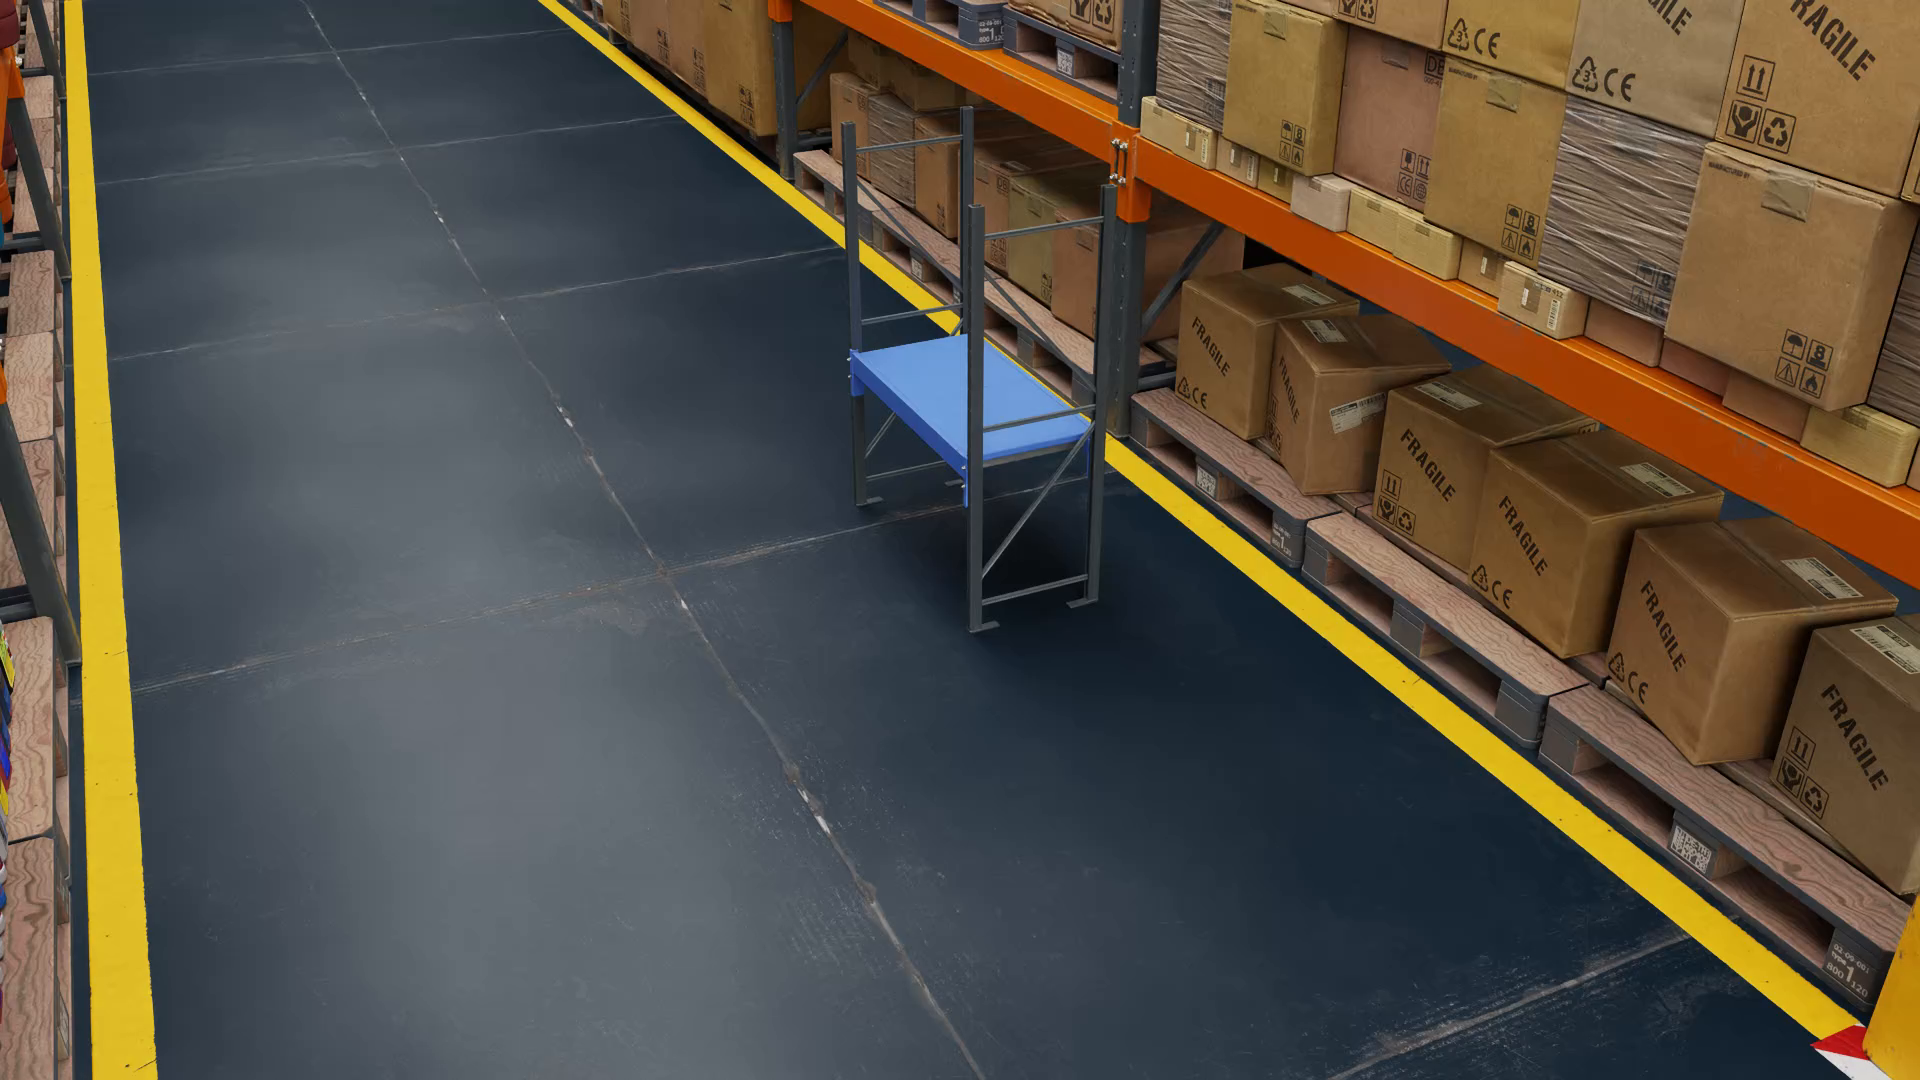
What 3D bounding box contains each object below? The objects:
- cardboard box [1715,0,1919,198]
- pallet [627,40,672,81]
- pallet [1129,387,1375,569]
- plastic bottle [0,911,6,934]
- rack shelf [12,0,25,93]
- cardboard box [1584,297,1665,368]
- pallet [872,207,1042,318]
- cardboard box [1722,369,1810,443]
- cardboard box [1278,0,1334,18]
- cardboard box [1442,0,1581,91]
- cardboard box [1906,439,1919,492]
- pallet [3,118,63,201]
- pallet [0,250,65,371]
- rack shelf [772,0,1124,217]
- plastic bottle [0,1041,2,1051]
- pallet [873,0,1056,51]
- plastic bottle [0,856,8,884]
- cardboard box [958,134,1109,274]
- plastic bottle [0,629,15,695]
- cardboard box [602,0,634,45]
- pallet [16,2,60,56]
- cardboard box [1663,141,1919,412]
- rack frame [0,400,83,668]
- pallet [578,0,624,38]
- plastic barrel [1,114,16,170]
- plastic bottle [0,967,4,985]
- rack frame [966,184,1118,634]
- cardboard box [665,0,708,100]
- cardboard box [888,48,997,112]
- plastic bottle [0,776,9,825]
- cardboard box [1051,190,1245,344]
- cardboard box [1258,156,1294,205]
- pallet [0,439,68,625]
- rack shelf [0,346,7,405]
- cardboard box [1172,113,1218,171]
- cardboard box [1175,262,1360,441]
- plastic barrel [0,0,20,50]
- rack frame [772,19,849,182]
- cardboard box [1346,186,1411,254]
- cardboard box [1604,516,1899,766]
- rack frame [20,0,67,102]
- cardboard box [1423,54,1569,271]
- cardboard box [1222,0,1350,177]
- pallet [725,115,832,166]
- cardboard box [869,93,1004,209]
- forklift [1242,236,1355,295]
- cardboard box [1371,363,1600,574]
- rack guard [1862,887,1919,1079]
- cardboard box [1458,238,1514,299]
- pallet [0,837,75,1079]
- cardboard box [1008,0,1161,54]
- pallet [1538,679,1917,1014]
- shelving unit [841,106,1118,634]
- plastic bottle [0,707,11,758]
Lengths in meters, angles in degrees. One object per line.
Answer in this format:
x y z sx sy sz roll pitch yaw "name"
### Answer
2.125 -1.111 3.735 0.500 0.500 0.500 -13 32 -22 "cardboard box"
-1.948 -3.850 12.900 1.003 0.211 1.213 -13 32 -22 "pallet"
1.407 -0.352 6.661 1.003 0.211 1.213 -13 32 -22 "pallet"
-2.399 0.873 4.038 0.097 0.201 0.097 0 29 0 "plastic bottle"
-5.963 -3.154 9.543 1.077 0.370 4.000 -13 32 -22 "rack shelf"
1.944 -0.612 4.531 0.380 0.149 0.250 -13 32 -22 "cardboard box"
0.223 -1.524 8.752 1.003 0.211 1.213 -13 32 -22 "pallet"
2.141 -0.387 4.130 0.380 0.149 0.250 -13 32 -22 "cardboard box"
1.266 -1.994 5.311 0.500 0.500 0.500 -13 32 -22 "cardboard box"
1.705 -1.555 4.527 0.500 0.500 0.500 -13 32 -22 "cardboard box"
2.388 -0.174 3.750 0.380 0.149 0.250 -13 32 -22 "cardboard box"
-6.000 -2.246 10.039 1.003 0.211 1.213 -13 32 -22 "pallet"
-4.806 -1.018 7.849 1.003 0.211 1.213 -13 32 -22 "pallet"
0.228 -2.427 8.247 1.077 0.370 4.000 -13 32 -22 "rack shelf"
-2.211 1.066 3.693 0.097 0.201 0.097 0 29 0 "plastic bottle"
0.256 -2.675 8.149 1.003 0.211 1.213 -13 32 -22 "pallet"
-2.487 0.782 4.200 0.097 0.201 0.097 0 29 0 "plastic bottle"
0.414 -1.696 8.314 0.700 0.500 0.500 -16 33 -26 "cardboard box"
-2.882 0.319 4.942 0.061 0.283 0.133 -11 31 -20 "plastic bottle"
-2.055 -4.369 12.718 1.225 0.875 0.875 -13 32 -22 "cardboard box"
-7.699 -3.991 13.152 1.003 0.211 1.213 -13 32 -22 "pallet"
2.269 -0.708 4.040 0.875 0.500 0.500 -13 32 -22 "cardboard box"
-3.387 -0.817 4.641 1.000 3.000 0.127 -13 32 -22 "rack frame"
-2.604 -4.527 14.108 1.003 0.211 1.213 -13 32 -22 "pallet"
-5.814 -2.427 9.547 0.600 0.588 0.708 -13 32 -22 "plastic barrel"
-2.314 0.930 3.864 0.097 0.271 0.097 0 29 0 "plastic bottle"
0.255 -0.392 5.416 0.500 1.500 0.032 -13 32 -22 "rack frame"
-1.284 -3.585 11.320 1.225 0.875 0.875 -13 32 -22 "cardboard box"
-0.079 -2.531 9.036 0.500 0.250 0.500 -9 31 -16 "cardboard box"
-2.629 0.598 4.376 0.144 0.351 0.185 -13 32 -22 "plastic bottle"
0.842 -1.235 7.491 0.700 0.500 0.500 -16 33 -26 "cardboard box"
1.251 -1.263 5.693 0.380 0.149 0.250 -13 32 -22 "cardboard box"
-3.759 0.060 5.927 1.003 0.211 1.213 -13 32 -22 "pallet"
-2.528 0.380 3.241 1.077 0.370 4.000 -13 32 -22 "rack shelf"
1.003 -1.476 6.073 0.380 0.149 0.250 -13 32 -22 "cardboard box"
1.222 -0.765 6.674 0.500 0.500 0.500 -14 32 -23 "cardboard box"
-4.631 -2.502 7.506 0.600 0.536 0.708 -13 32 -22 "plastic barrel"
-0.631 -3.624 9.646 1.000 3.000 0.127 -13 32 -22 "rack frame"
1.466 -1.043 5.299 0.380 0.149 0.250 -13 32 -22 "cardboard box"
2.263 0.281 4.809 0.500 0.500 0.500 -5 30 -9 "cardboard box"
-6.821 -4.351 10.943 1.000 3.000 0.127 -13 32 -22 "rack frame"
1.890 -1.161 4.848 0.875 0.500 0.500 -13 32 -22 "cardboard box"
1.407 -1.591 5.613 0.875 0.500 0.500 -13 32 -22 "cardboard box"
-0.901 -2.772 10.978 1.003 0.211 1.213 -13 32 -22 "pallet"
-0.075 -2.192 9.198 0.700 0.500 0.500 -16 33 -26 "cardboard box"
1.457 -3.148 8.866 1.130 2.935 3.031 -14 32 -23 "forklift"
1.812 -0.256 5.766 0.500 0.500 0.500 -16 33 -26 "cardboard box"
2.771 0.966 4.015 1.175 0.500 0.348 -13 32 -22 "rack guard"
1.712 -0.829 4.918 0.380 0.149 0.250 -13 32 -22 "cardboard box"
-2.608 1.244 3.816 1.003 0.211 1.213 -13 32 -22 "pallet"
0.872 -2.682 6.924 1.000 1.000 1.000 -13 32 -22 "cardboard box"
2.454 0.726 4.739 1.003 0.211 1.213 -13 32 -22 "pallet"
0.037 -0.616 5.816 0.538 1.500 1.048 -13 32 -22 "shelving unit"
-2.768 0.455 4.630 0.144 0.351 0.185 -15 32 -24 "plastic bottle"
